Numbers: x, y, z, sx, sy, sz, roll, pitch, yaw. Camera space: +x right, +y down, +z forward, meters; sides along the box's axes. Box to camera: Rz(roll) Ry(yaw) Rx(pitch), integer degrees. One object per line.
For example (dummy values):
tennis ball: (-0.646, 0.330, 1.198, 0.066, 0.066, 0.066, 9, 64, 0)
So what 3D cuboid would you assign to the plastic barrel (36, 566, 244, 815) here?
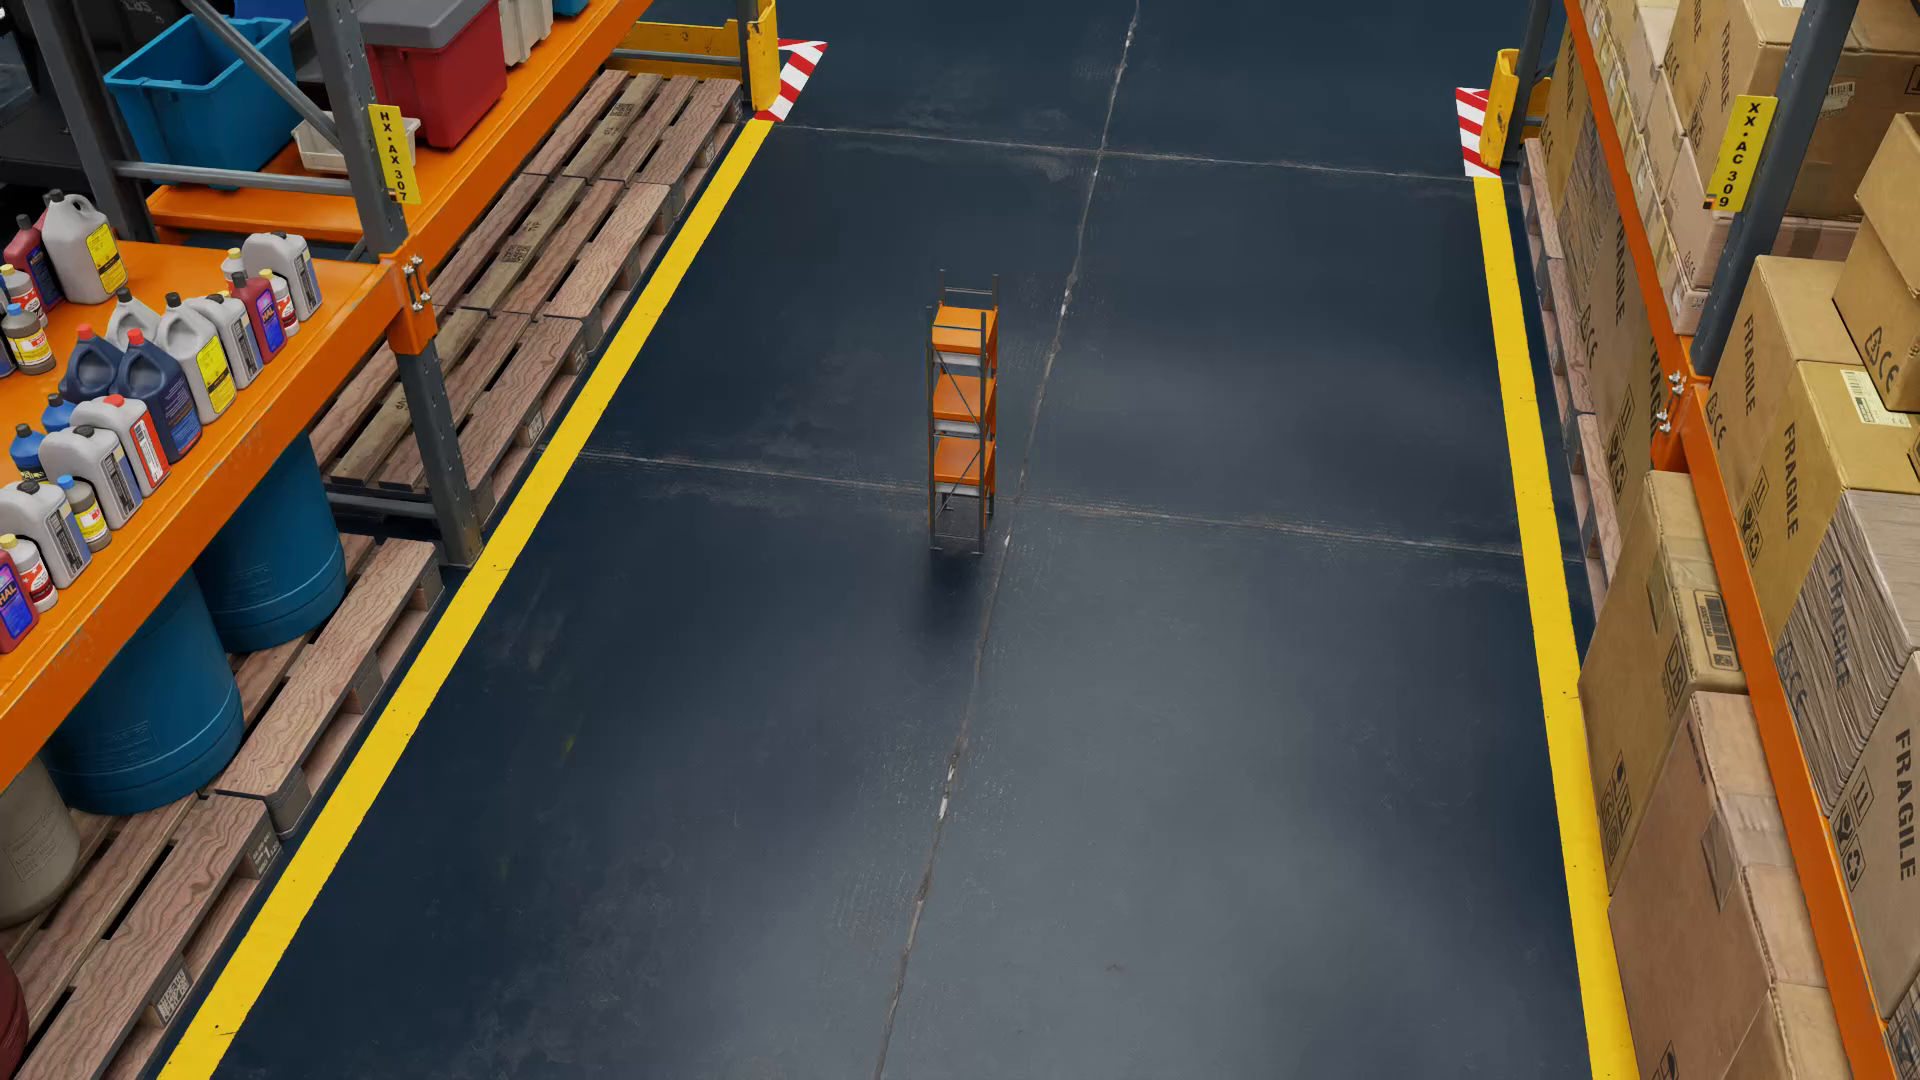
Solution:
plastic barrel: (-2.511, 0.293, 4.858, 0.600, 0.901, 0.708, 6, 40, 8)

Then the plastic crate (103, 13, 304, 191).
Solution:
plastic crate: (-2.533, -1.485, 5.658, 0.392, 0.384, 0.575, 6, 40, 8)

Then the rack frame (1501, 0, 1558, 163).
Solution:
rack frame: (3.293, -3.102, 7.648, 1.000, 3.000, 0.127, 6, 40, 8)

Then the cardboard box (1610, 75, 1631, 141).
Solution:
cardboard box: (2.553, -1.529, 5.942, 0.380, 0.149, 0.250, 6, 40, 7)

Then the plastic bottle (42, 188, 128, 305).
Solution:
plastic bottle: (-2.665, -0.908, 5.033, 0.144, 0.351, 0.185, 6, 40, 8)

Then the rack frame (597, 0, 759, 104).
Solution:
rack frame: (-1.585, -3.648, 8.308, 1.000, 3.000, 0.127, 6, 40, 8)

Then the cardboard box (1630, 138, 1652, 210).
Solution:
cardboard box: (2.464, -1.206, 5.552, 0.380, 0.149, 0.250, 7, 40, 9)

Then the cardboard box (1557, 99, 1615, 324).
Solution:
cardboard box: (3.103, -1.463, 7.004, 0.875, 0.875, 0.875, 6, 40, 8)

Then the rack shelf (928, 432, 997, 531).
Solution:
rack shelf: (0.009, -0.216, 6.140, 0.215, 0.259, 0.240, 6, 40, 8)

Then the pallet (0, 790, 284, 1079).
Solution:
pallet: (-2.661, 1.185, 4.651, 1.003, 0.211, 1.213, 6, 40, 8)

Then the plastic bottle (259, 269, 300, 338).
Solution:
plastic bottle: (-2.021, -0.702, 4.901, 0.097, 0.201, 0.097, 0, 40, 0)

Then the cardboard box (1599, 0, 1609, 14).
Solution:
cardboard box: (2.770, -2.245, 6.496, 0.500, 0.250, 0.500, 5, 40, 6)

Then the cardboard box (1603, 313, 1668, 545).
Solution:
cardboard box: (2.794, -0.340, 5.645, 0.875, 0.875, 0.875, 6, 40, 8)

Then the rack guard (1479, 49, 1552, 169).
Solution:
rack guard: (3.297, -2.153, 8.462, 1.175, 0.500, 0.348, 6, 40, 8)

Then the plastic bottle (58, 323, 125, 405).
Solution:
plastic bottle: (-2.288, -0.405, 4.425, 0.144, 0.351, 0.185, 6, 40, 8)

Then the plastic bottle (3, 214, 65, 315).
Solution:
plastic bottle: (-2.784, -0.826, 4.986, 0.061, 0.283, 0.133, 6, 40, 8)

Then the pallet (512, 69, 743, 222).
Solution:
pallet: (-1.766, -2.060, 8.576, 1.003, 0.211, 1.213, 6, 40, 8)

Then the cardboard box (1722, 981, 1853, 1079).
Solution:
cardboard box: (2.210, 1.587, 3.315, 1.225, 0.875, 0.875, 7, 40, 8)

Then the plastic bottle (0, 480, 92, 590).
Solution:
plastic bottle: (-2.241, -0.031, 4.031, 0.152, 0.276, 0.135, 6, 40, 8)

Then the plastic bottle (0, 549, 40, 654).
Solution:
plastic bottle: (-2.236, 0.116, 3.847, 0.061, 0.283, 0.133, 6, 40, 8)

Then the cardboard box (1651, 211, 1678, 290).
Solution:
cardboard box: (2.375, -0.884, 5.162, 0.380, 0.149, 0.250, 7, 40, 9)

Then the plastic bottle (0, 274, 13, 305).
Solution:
plastic bottle: (-2.803, -0.686, 4.826, 0.097, 0.271, 0.097, 0, 40, 0)

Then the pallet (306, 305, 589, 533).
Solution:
pallet: (-2.189, -0.529, 6.724, 1.003, 0.211, 1.213, 6, 40, 8)

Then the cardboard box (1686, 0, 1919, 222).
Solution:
cardboard box: (2.417, -1.255, 4.710, 0.500, 0.500, 0.500, 7, 40, 9)

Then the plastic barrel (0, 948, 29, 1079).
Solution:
plastic barrel: (-2.707, 1.123, 4.101, 0.600, 0.588, 0.708, 6, 40, 8)

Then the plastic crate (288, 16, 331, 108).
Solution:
plastic crate: (-2.349, -1.787, 6.226, 0.437, 0.125, 0.590, 6, 40, 8)

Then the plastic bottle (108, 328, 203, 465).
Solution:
plastic bottle: (-2.146, -0.390, 4.406, 0.144, 0.351, 0.185, 6, 40, 8)

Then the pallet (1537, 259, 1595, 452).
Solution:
pallet: (3.018, -0.753, 6.995, 1.003, 0.211, 1.213, 6, 40, 8)

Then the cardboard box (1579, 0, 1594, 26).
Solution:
cardboard box: (2.730, -2.173, 6.722, 0.380, 0.149, 0.250, 6, 40, 7)

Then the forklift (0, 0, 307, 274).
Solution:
forklift: (-4.201, -2.915, 7.475, 1.130, 2.935, 3.031, 8, 40, 10)

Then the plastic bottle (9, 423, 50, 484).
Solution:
plastic bottle: (-2.327, -0.177, 4.211, 0.097, 0.271, 0.097, 0, 40, 0)

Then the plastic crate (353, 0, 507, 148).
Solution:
plastic crate: (-1.876, -1.718, 5.877, 0.402, 0.464, 0.583, 6, 40, 8)

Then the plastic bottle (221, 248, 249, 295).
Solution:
plastic bottle: (-2.154, -0.780, 4.995, 0.097, 0.201, 0.097, 0, 40, 0)

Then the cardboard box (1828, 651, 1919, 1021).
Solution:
cardboard box: (2.017, 0.586, 3.109, 0.500, 0.500, 0.500, 7, 40, 9)

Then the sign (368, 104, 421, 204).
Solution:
sign: (-1.736, -1.182, 5.109, 0.100, 0.325, 0.005, 6, 40, 8)

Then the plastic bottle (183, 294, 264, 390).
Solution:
plastic bottle: (-2.091, -0.577, 4.692, 0.152, 0.276, 0.135, 6, 40, 8)

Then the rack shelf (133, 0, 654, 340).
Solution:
rack shelf: (-1.932, -2.115, 7.019, 1.077, 0.370, 4.000, 6, 40, 8)

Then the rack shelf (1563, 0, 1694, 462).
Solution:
rack shelf: (2.947, -1.569, 6.359, 1.077, 0.370, 4.000, 6, 40, 8)

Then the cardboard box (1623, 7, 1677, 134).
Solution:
cardboard box: (2.594, -1.600, 5.715, 0.500, 0.250, 0.500, 7, 40, 9)

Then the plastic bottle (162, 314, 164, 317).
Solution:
plastic bottle: (-2.217, -0.551, 4.718, 0.097, 0.201, 0.097, 0, 40, 0)

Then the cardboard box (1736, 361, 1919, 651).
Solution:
cardboard box: (2.189, -0.053, 3.882, 0.500, 0.500, 0.500, 6, 40, 8)

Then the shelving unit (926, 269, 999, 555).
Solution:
shelving unit: (0.009, -0.438, 5.956, 0.215, 1.050, 0.252, 6, 40, 8)

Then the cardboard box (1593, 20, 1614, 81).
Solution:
cardboard box: (2.641, -1.853, 6.334, 0.380, 0.149, 0.250, 5, 40, 7)

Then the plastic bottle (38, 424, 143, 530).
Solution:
plastic bottle: (-2.201, -0.177, 4.207, 0.152, 0.276, 0.135, 6, 40, 8)

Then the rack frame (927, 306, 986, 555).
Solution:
rack frame: (-0.012, -0.362, 5.863, 0.200, 1.050, 0.008, 6, 40, 8)

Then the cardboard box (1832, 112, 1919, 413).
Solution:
cardboard box: (2.498, -0.615, 3.774, 0.797, 0.503, 0.637, 5, 40, 7)

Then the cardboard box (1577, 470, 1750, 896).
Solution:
cardboard box: (2.510, 0.469, 4.666, 1.225, 0.875, 0.875, 7, 40, 8)

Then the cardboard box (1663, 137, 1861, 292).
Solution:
cardboard box: (2.418, -0.954, 4.934, 0.500, 0.250, 0.500, 6, 40, 7)
